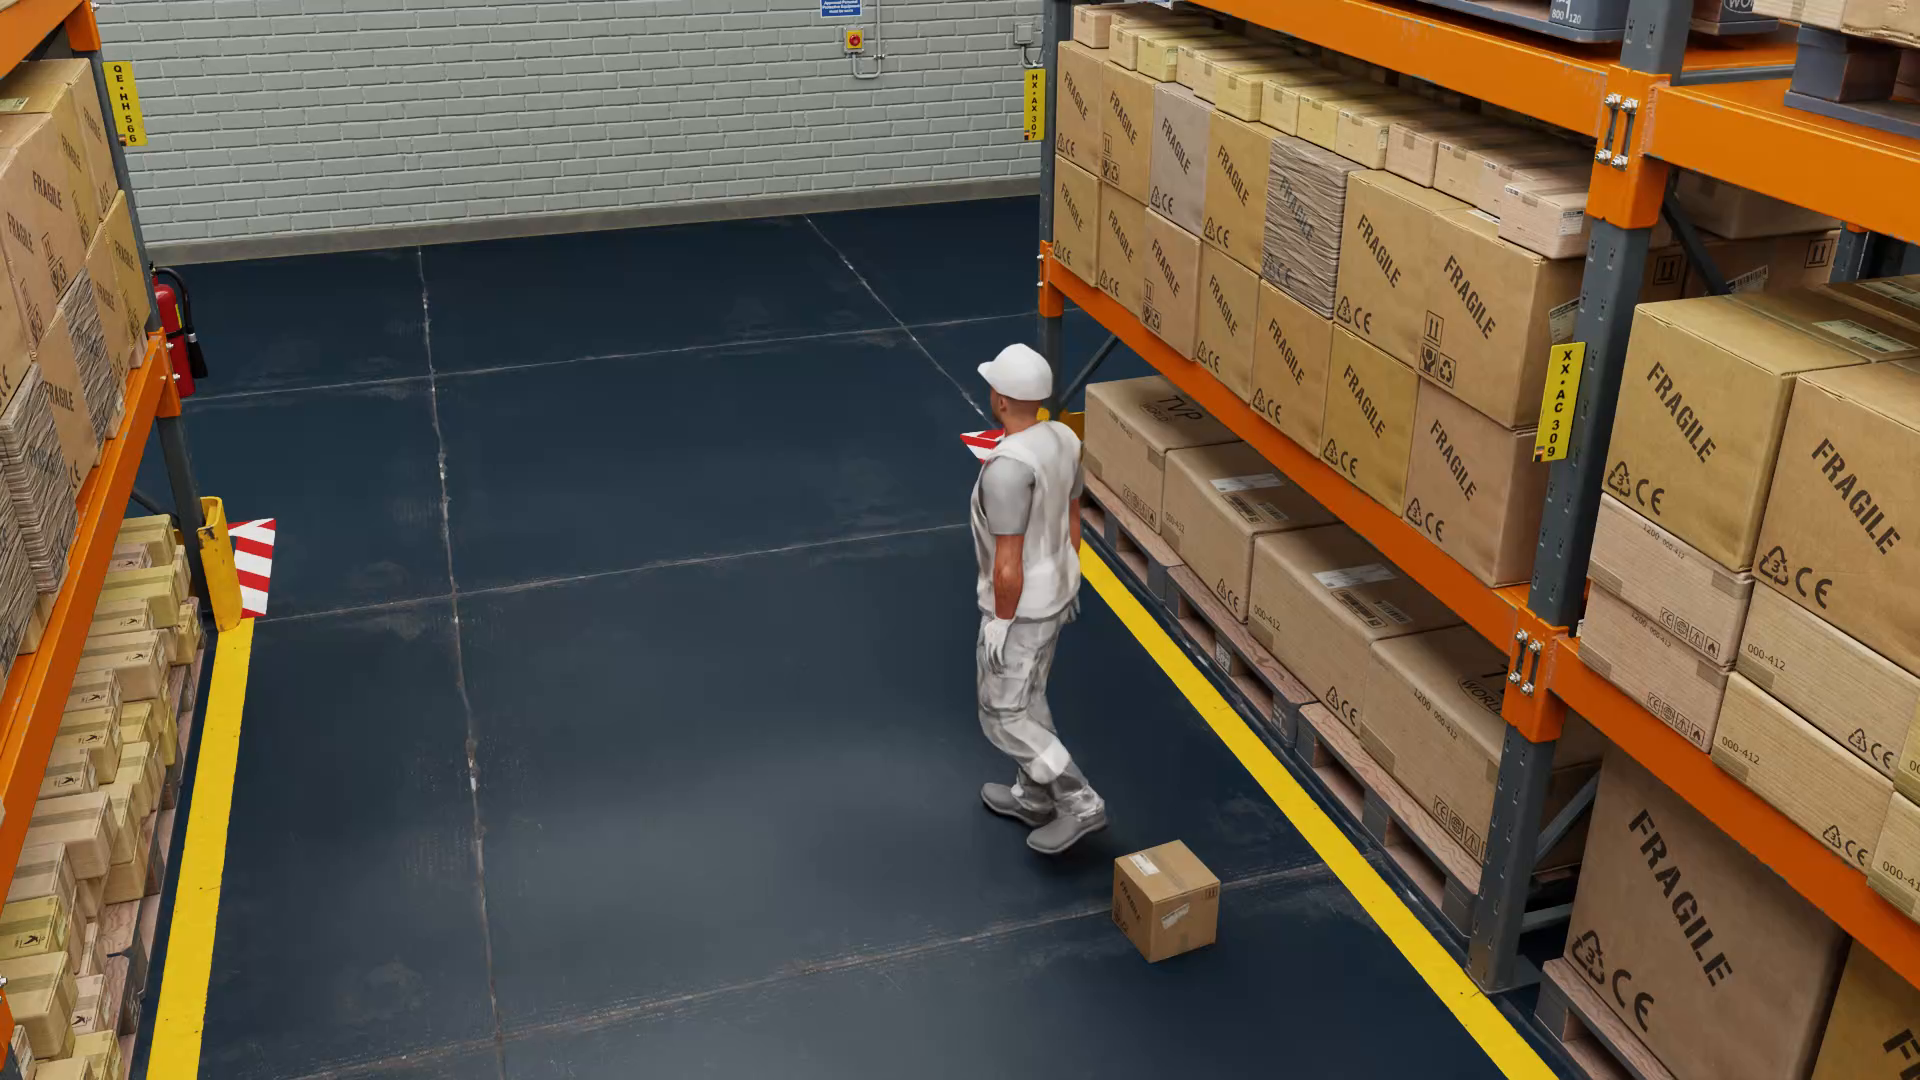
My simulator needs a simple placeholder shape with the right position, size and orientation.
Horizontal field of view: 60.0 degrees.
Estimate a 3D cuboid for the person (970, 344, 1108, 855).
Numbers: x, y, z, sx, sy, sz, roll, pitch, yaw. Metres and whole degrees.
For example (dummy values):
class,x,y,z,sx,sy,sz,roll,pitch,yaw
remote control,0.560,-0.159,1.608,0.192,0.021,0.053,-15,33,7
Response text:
class,x,y,z,sx,sy,sz,roll,pitch,yaw
person,0.288,0.227,5.626,0.583,1.780,0.586,12,29,23
